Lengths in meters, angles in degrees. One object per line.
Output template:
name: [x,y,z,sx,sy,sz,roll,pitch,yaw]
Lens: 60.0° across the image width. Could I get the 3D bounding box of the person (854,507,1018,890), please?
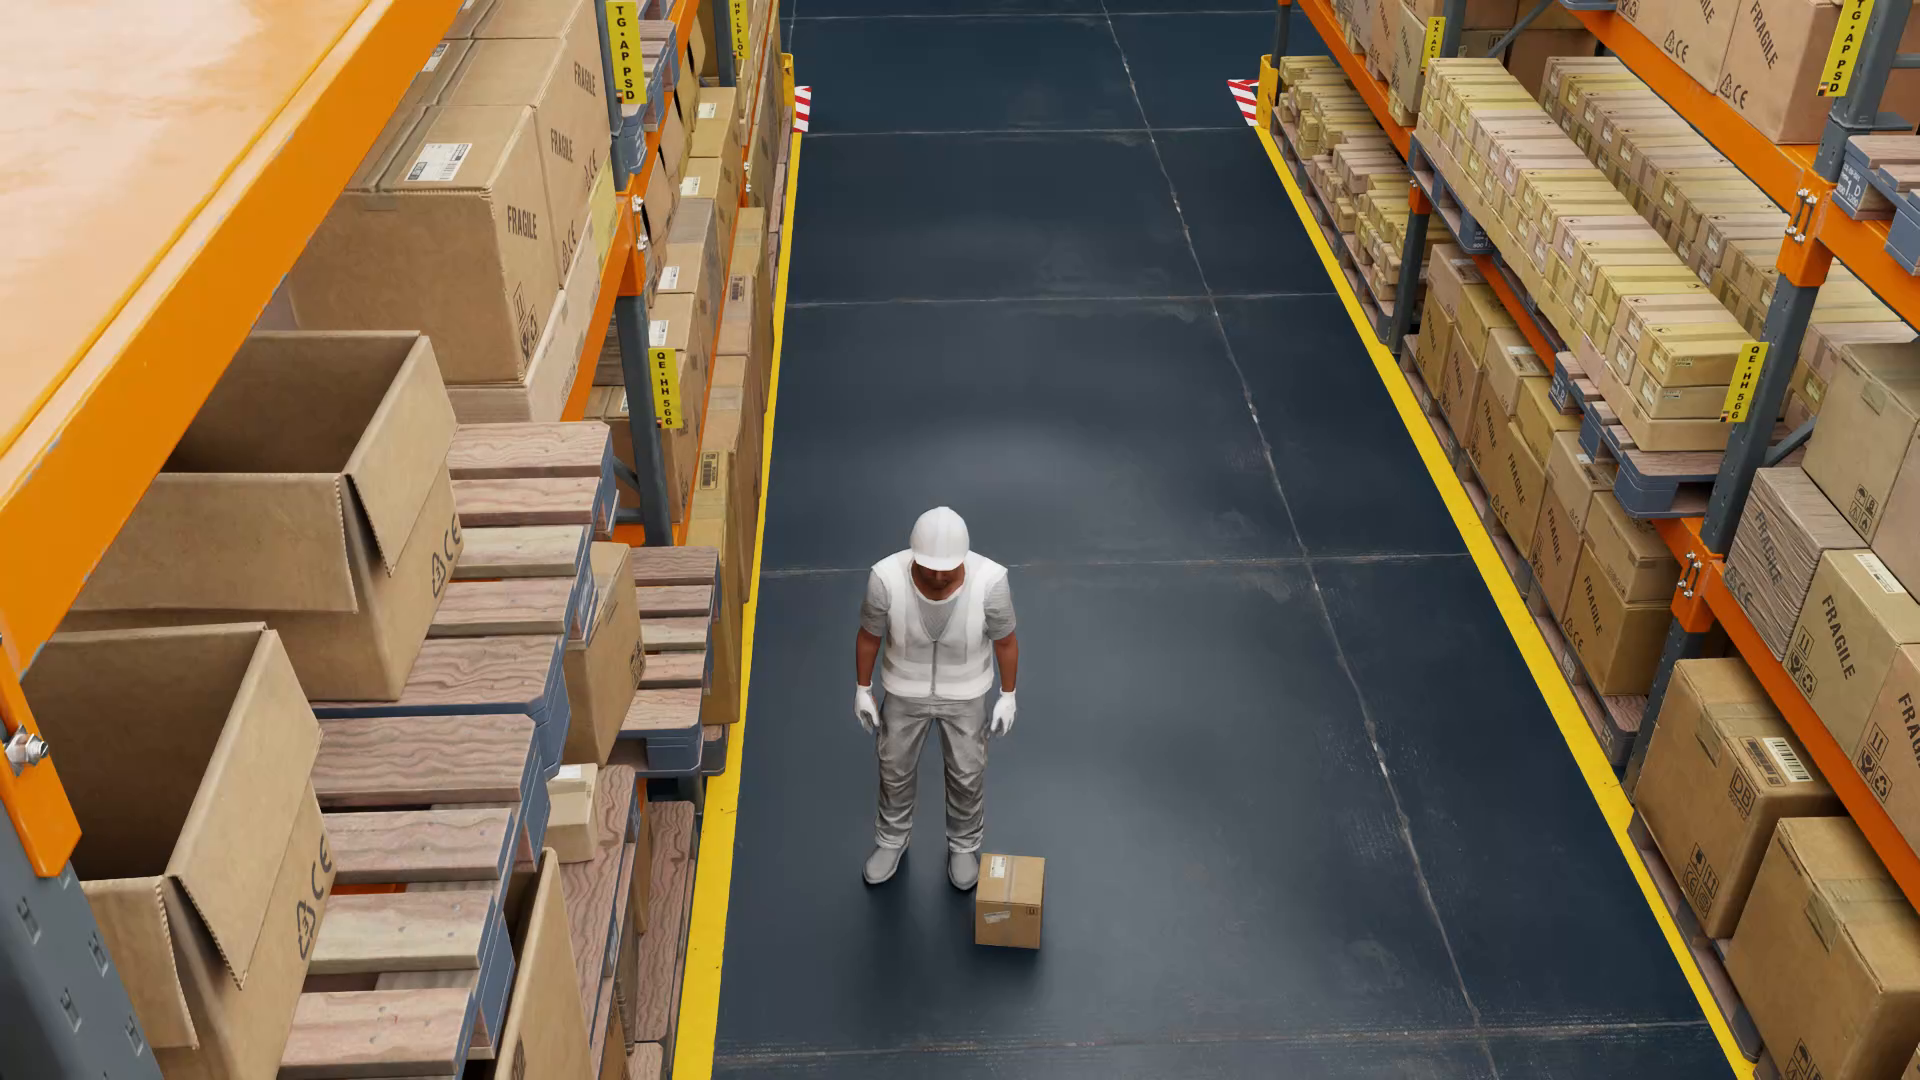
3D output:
person: [-0.093,0.593,6.338,0.625,1.773,0.452,2,35,3]
